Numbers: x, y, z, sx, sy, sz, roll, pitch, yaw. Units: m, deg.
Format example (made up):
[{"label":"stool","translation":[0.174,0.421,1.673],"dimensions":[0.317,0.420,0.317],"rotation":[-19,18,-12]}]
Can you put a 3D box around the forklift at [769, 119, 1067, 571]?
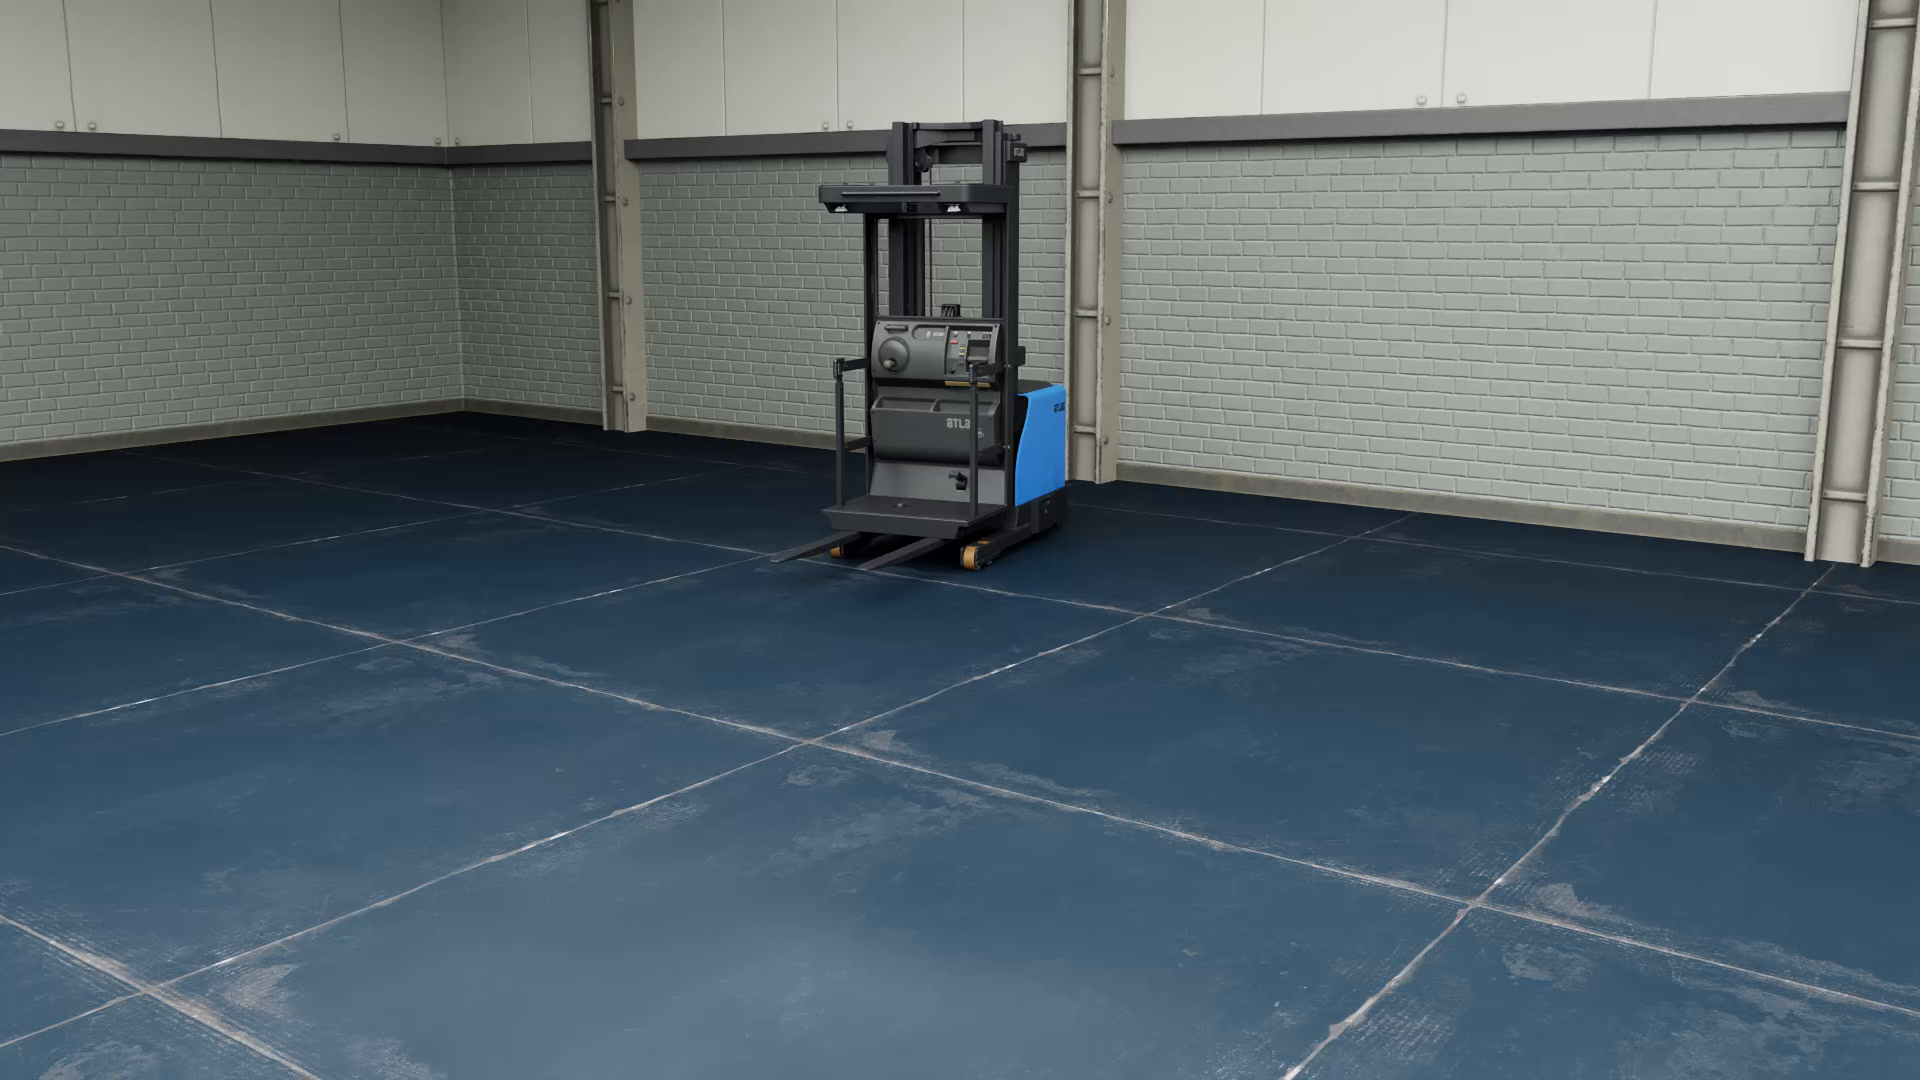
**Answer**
[{"label":"forklift","translation":[-0.254,-1.330,11.187],"dimensions":[1.130,2.935,3.031],"rotation":[5,12,23]}]

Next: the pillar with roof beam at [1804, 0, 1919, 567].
[{"label":"pillar with roof beam","translation":[3.446,-3.623,7.063],"dimensions":[0.400,9.000,9.100],"rotation":[8,13,36]}]

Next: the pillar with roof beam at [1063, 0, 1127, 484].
[{"label":"pillar with roof beam","translation":[-1.390,-4.297,10.550],"dimensions":[0.400,9.000,9.100],"rotation":[8,13,36]}]

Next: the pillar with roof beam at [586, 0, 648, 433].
[{"label":"pillar with roof beam","translation":[-6.226,-4.972,14.037],"dimensions":[0.400,9.000,9.100],"rotation":[8,13,36]}]
